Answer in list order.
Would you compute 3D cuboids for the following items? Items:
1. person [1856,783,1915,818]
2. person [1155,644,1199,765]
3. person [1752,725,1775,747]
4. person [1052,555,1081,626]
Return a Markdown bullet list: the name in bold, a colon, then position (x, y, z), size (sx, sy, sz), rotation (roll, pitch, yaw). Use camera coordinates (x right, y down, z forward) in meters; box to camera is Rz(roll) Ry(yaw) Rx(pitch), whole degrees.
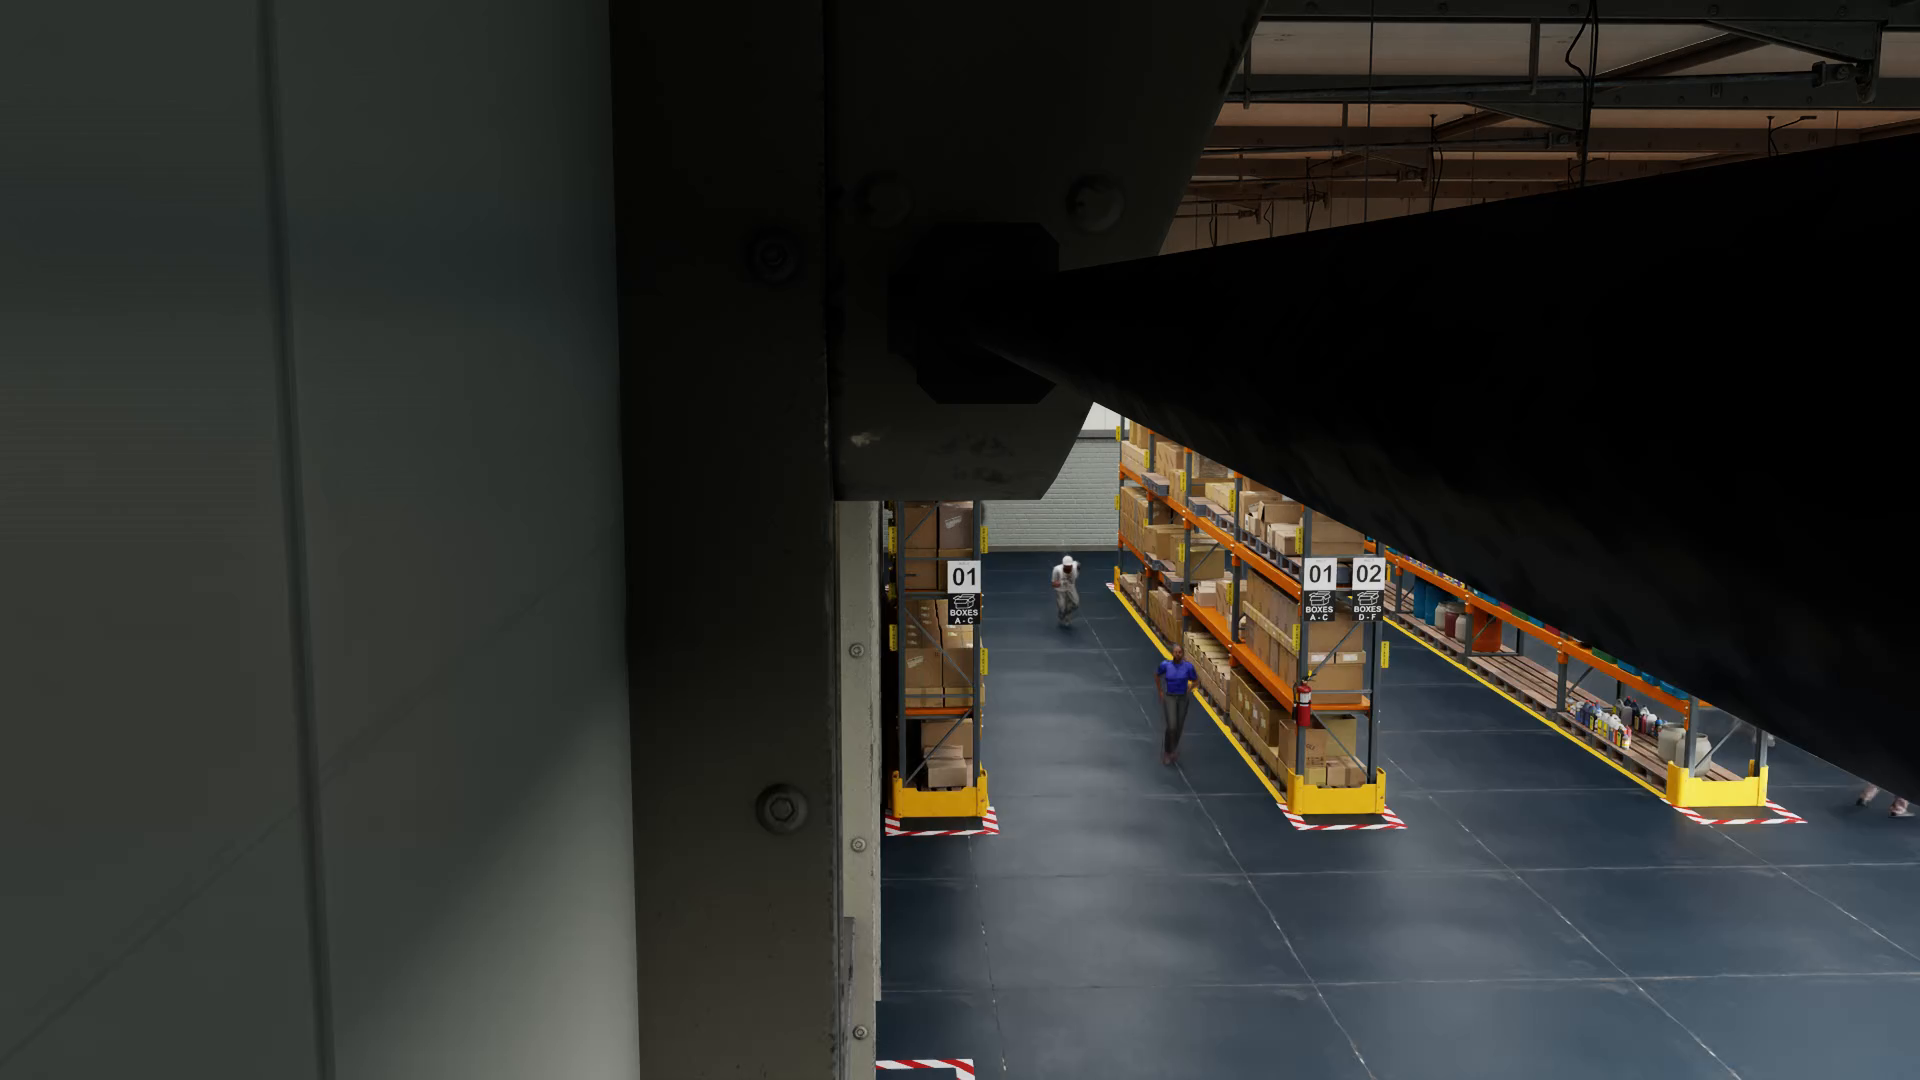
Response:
- **person**: position (11.545, 2.605, 20.420), size (0.818, 1.627, 0.658), rotation (-1, 8, -9)
- **person**: position (2.989, 2.252, 22.835), size (0.562, 1.689, 0.716), rotation (-1, 8, -5)
- **person**: position (11.675, 2.126, 23.685), size (0.660, 1.651, 0.872), rotation (-1, 8, -9)
- **person**: position (2.061, 0.977, 32.082), size (0.694, 1.470, 1.000), rotation (-2, 8, -13)
